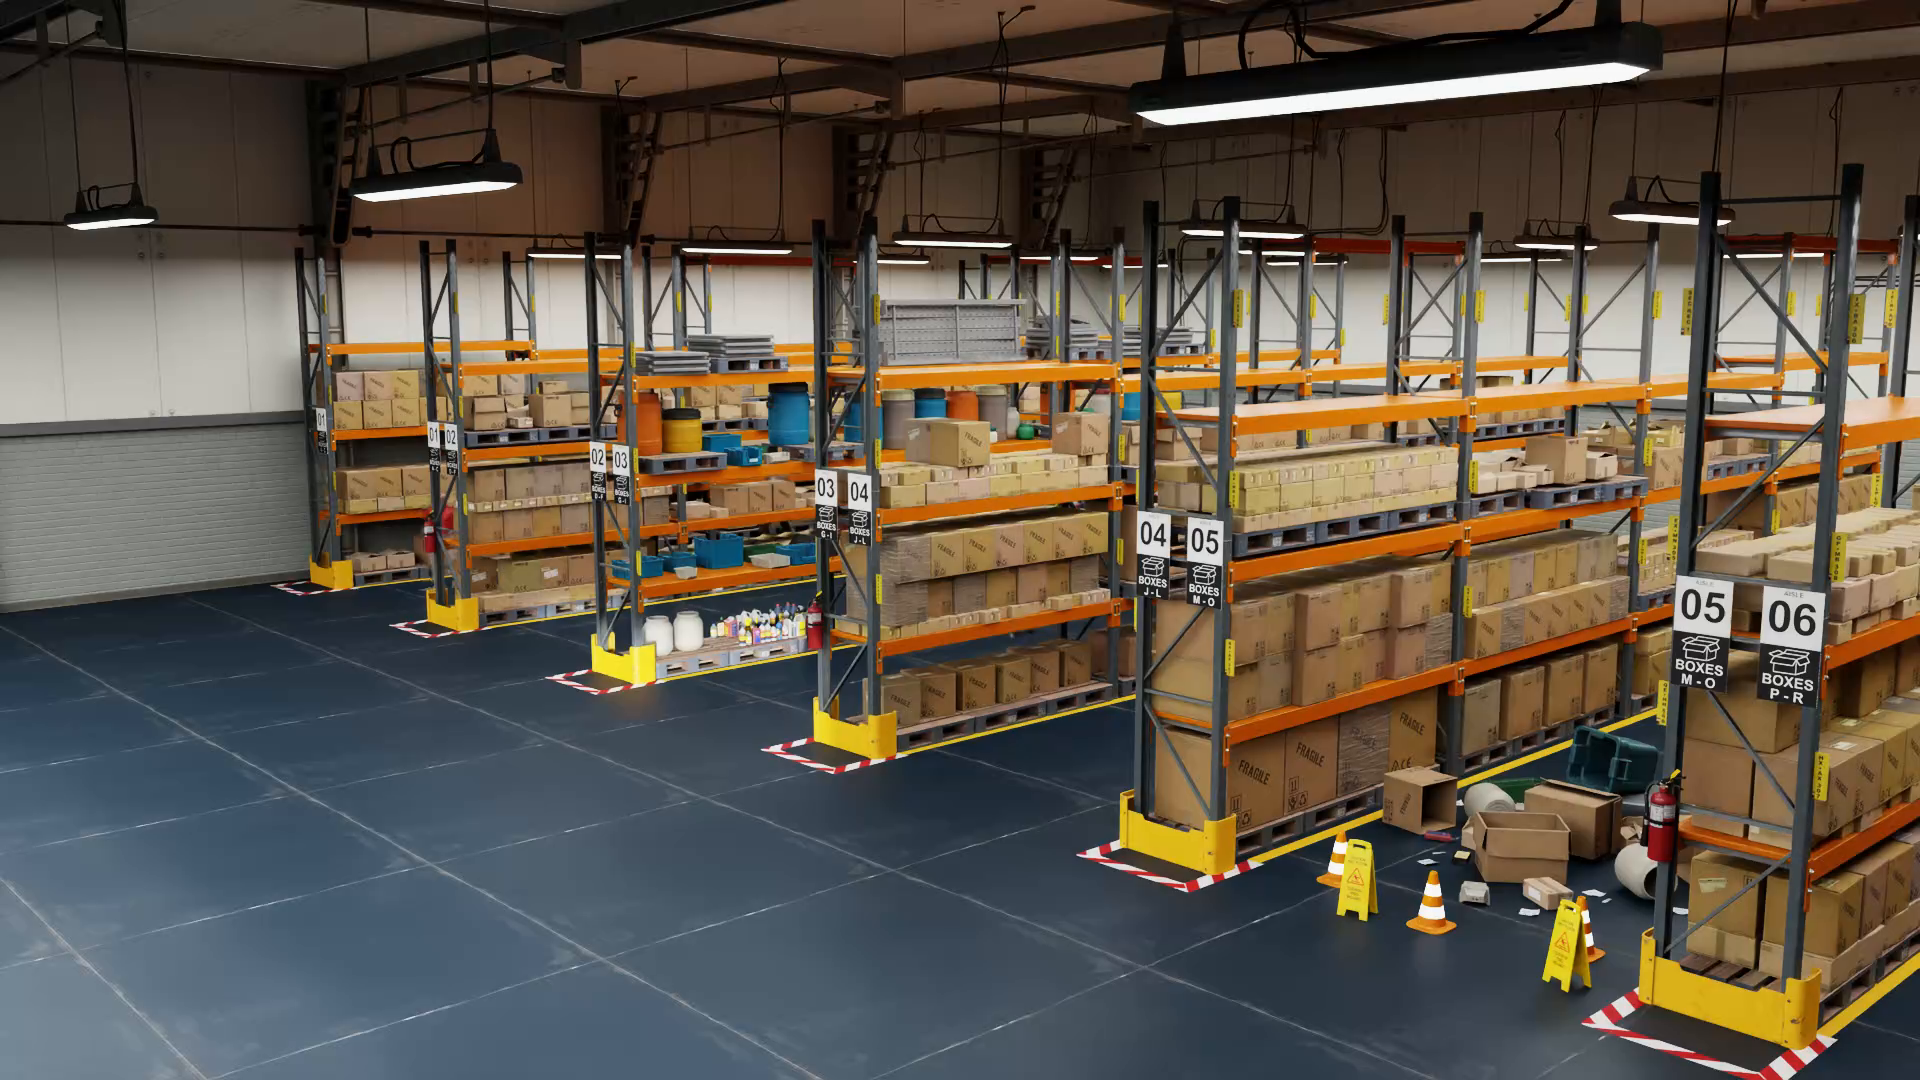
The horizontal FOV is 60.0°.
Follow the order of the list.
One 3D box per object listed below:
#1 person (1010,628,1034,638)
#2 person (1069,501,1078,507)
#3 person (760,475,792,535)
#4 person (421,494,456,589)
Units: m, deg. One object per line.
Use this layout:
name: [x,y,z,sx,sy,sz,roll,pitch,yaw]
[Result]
person: [0.908,0.489,24.011,0.557,1.769,0.609,-2,9,-10]
person: [2.037,-0.506,32.774,0.666,1.801,0.476,-4,9,-25]
person: [-3.834,-0.659,34.545,0.936,1.703,0.791,-8,11,-42]
person: [-9.210,0.015,29.412,0.622,1.727,0.497,-2,9,-16]
